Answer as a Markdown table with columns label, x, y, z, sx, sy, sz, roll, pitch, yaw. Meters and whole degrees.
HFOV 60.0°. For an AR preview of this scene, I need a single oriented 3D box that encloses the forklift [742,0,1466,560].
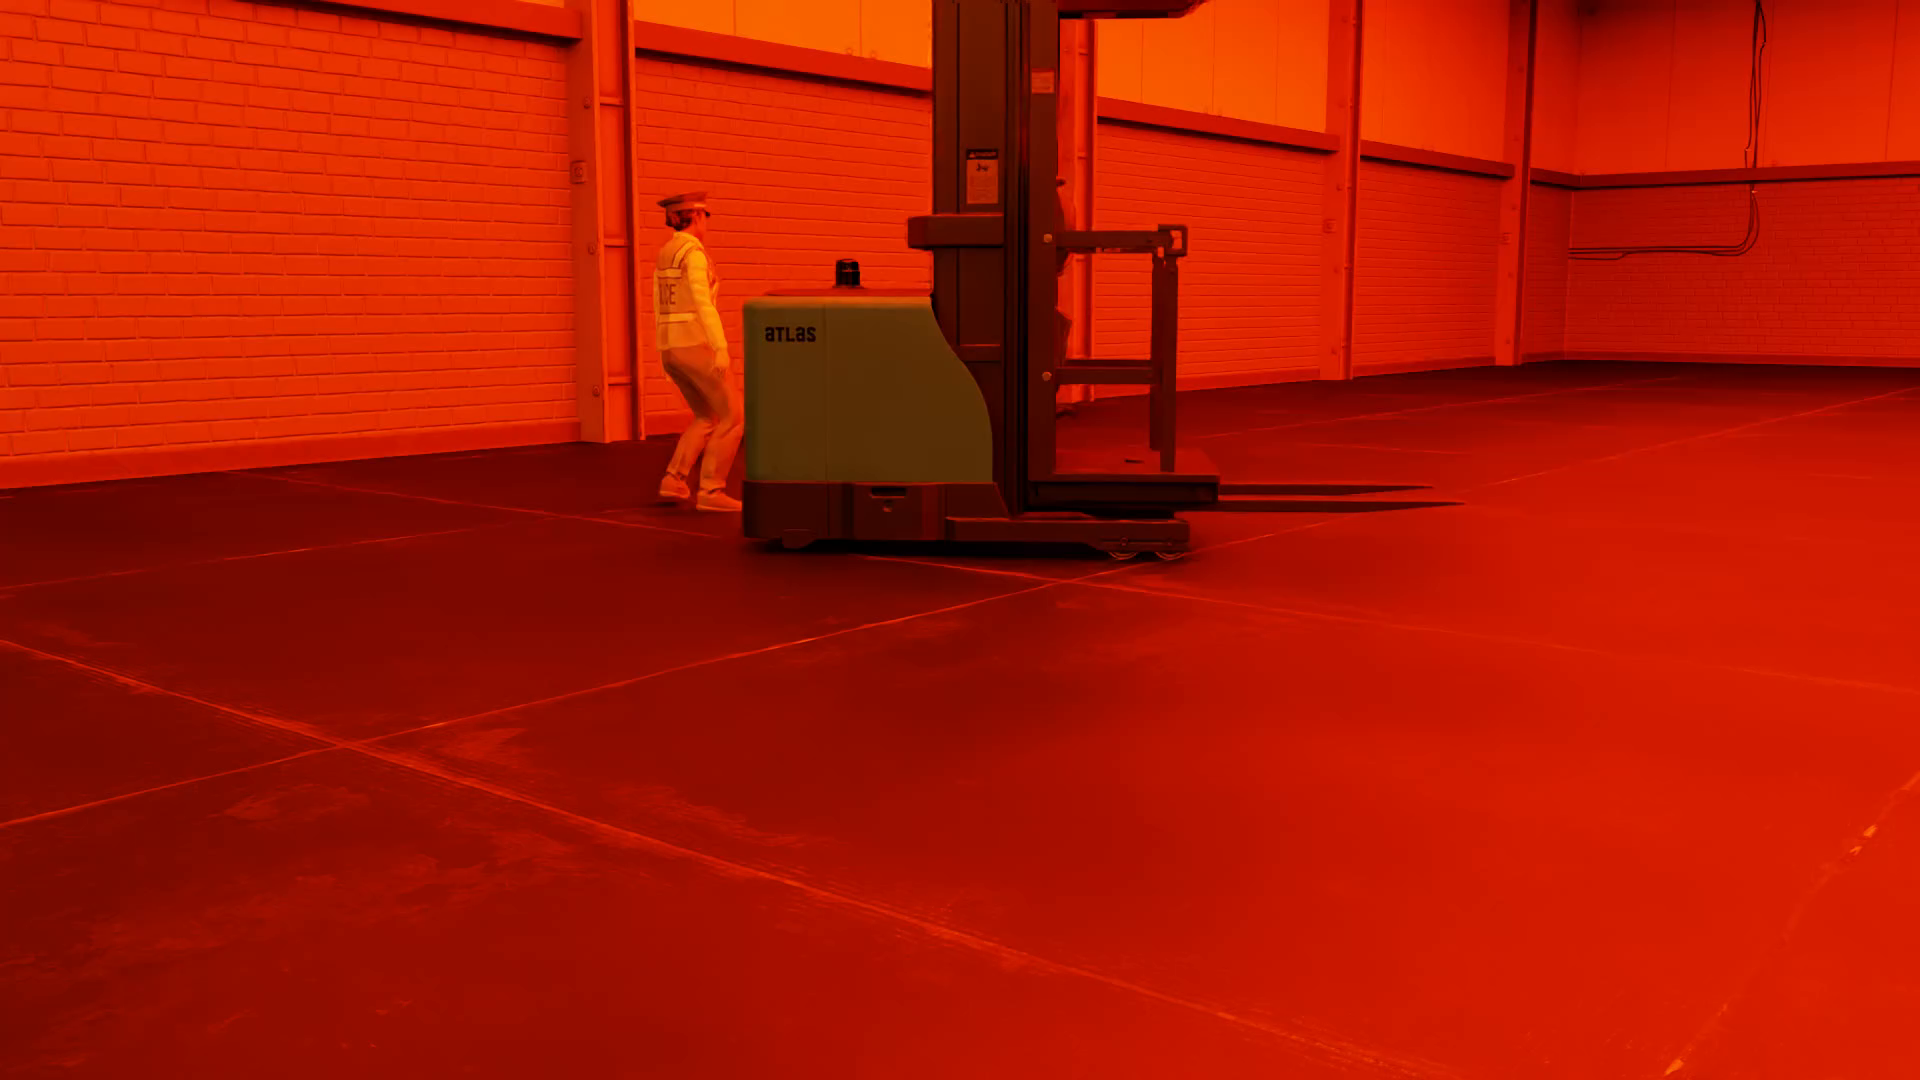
| label | x | y | z | sx | sy | sz | roll | pitch | yaw |
| --- | --- | --- | --- | --- | --- | --- | --- | --- | --- |
| forklift | 0.619 | -1.447 | 7.170 | 3.031 | 2.935 | 1.130 | 1 | 8 | 4 |

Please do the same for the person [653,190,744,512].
| label | x | y | z | sx | sy | sz | roll | pitch | yaw |
| --- | --- | --- | --- | --- | --- | --- | --- | --- | --- |
| person | -1.325 | -0.951 | 8.435 | 0.397 | 1.620 | 0.716 | -4 | 9 | -26 |
